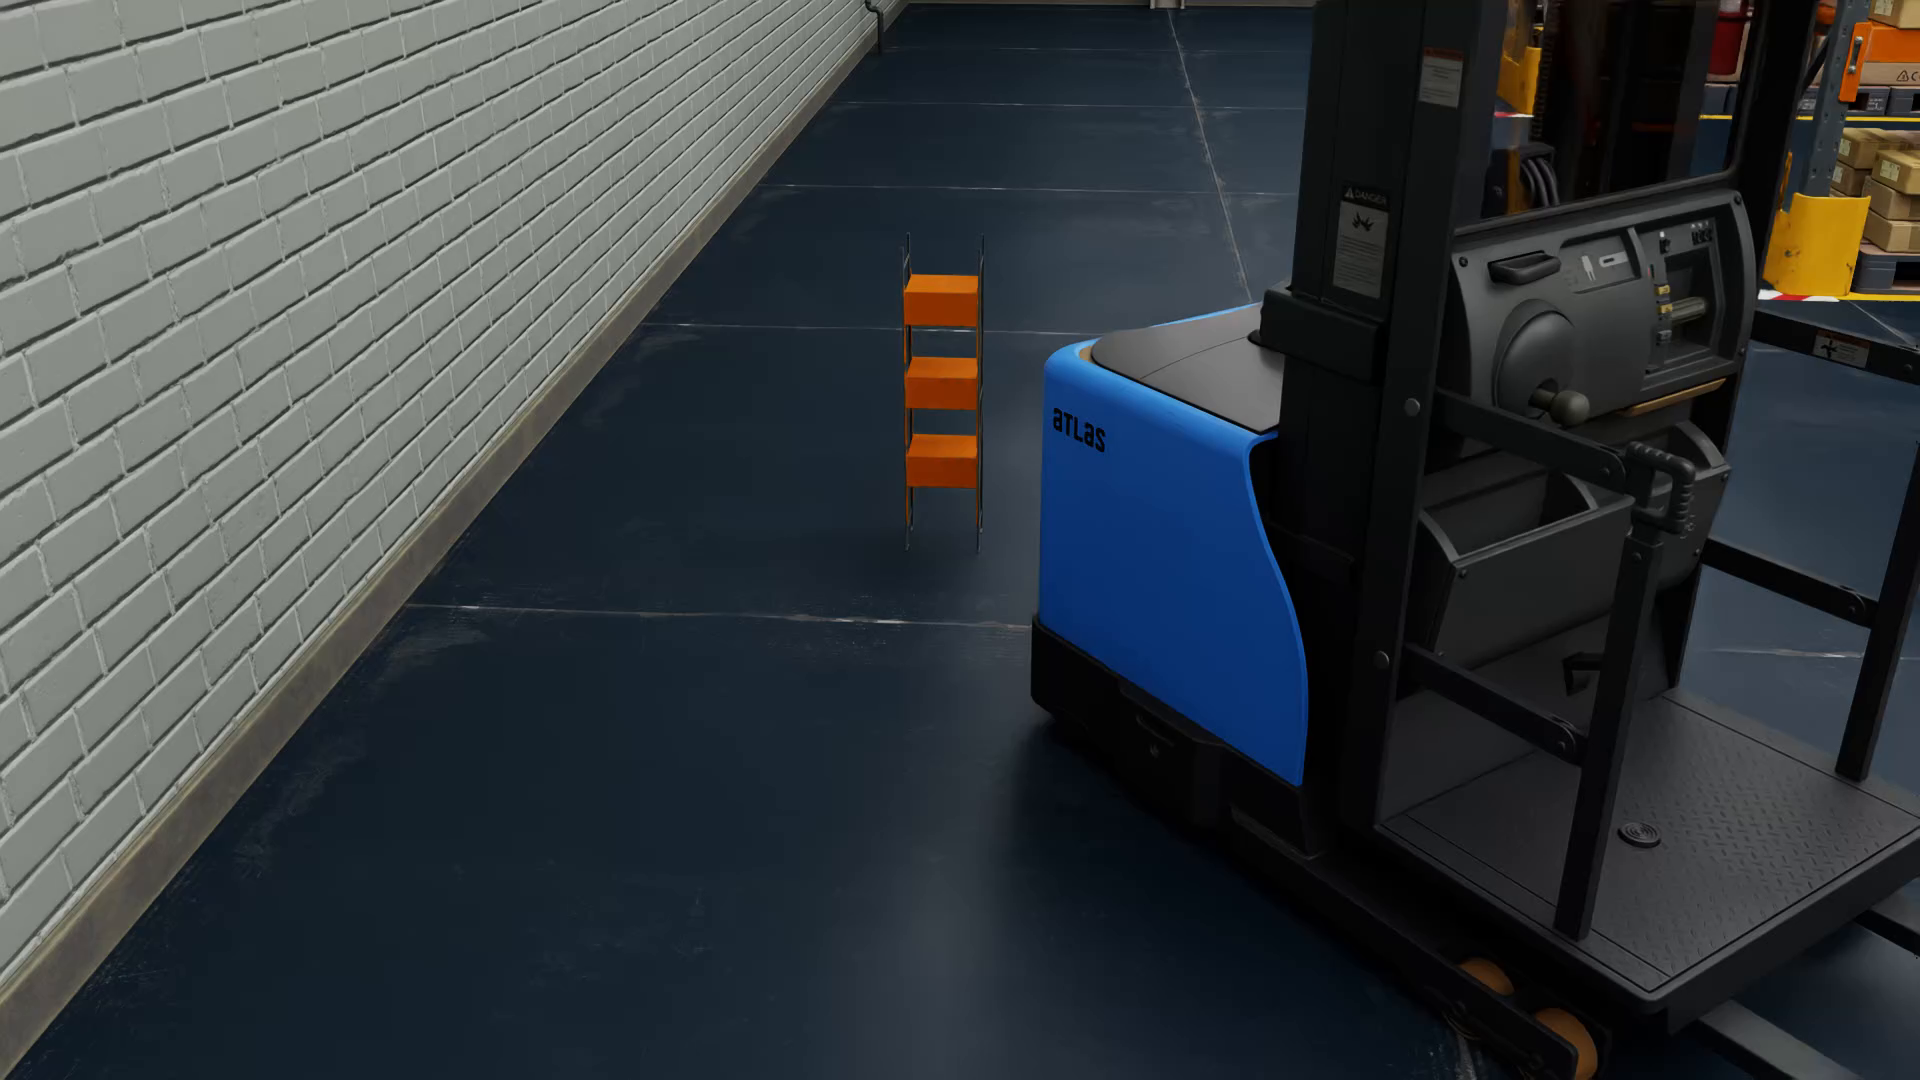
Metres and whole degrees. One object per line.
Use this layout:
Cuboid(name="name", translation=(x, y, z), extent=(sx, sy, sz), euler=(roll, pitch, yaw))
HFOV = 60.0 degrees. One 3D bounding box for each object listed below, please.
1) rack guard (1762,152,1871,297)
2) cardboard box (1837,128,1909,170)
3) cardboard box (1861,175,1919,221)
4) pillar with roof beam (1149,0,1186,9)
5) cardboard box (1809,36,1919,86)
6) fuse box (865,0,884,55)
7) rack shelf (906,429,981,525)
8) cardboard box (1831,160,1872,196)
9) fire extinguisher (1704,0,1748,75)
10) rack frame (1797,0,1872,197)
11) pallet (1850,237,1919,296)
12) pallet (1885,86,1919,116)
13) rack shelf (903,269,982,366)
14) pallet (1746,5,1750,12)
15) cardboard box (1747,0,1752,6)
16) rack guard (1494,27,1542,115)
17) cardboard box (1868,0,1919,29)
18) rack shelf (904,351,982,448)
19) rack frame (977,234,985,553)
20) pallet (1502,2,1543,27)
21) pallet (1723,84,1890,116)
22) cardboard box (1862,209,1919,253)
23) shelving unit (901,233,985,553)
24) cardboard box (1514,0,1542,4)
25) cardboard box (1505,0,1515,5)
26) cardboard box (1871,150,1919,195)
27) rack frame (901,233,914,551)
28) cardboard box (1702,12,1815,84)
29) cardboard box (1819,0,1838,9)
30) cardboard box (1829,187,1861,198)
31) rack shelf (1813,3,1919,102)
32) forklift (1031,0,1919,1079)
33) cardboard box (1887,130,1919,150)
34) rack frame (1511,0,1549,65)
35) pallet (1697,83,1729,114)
Cuboid(name="rack guard", translation=(4.400, -1.709, 8.866), extent=(0.348, 0.500, 1.175), euler=(2, 25, 4))
Cuboid(name="cardboard box", translation=(4.872, -2.102, 8.925), extent=(0.250, 0.149, 0.380), euler=(2, 25, 5))
Cuboid(name="cardboard box", translation=(4.827, -1.754, 8.526), extent=(0.250, 0.149, 0.380), euler=(3, 25, 6))
Cuboid(name="pillar with roof beam", translation=(2.030, -8.375, 13.186), extent=(0.400, 9.000, 9.100), euler=(2, 25, 4))
Cuboid(name="cardboard box", translation=(7.080, -3.905, 13.212), extent=(0.875, 0.438, 0.875), euler=(1, 25, 2))
Cuboid(name="fuse box", translation=(-0.715, -5.370, 15.372), extent=(0.414, 1.711, 0.539), euler=(2, 25, 4))
Cuboid(name="rack shelf", translation=(-0.053, -0.217, 5.655), extent=(0.240, 0.259, 0.215), euler=(2, 25, 4))
Cuboid(name="cardboard box", translation=(4.872, -1.980, 9.016), extent=(0.250, 0.149, 0.380), euler=(1, 25, 3))
Cuboid(name="fire extinguisher", translation=(4.109, -2.843, 8.878), extent=(0.183, 0.674, 0.296), euler=(2, 25, 4))
Cuboid(name="rack frame", translation=(4.324, -2.847, 8.349), extent=(0.127, 3.000, 1.000), euler=(2, 25, 4))
Cuboid(name="pallet", translation=(5.207, -1.537, 8.838), extent=(1.213, 0.211, 1.003), euler=(2, 25, 4))
Cuboid(name="pallet", translation=(7.839, -3.575, 13.268), extent=(1.213, 0.211, 1.003), euler=(2, 25, 4))
Cuboid(name="rack shelf", translation=(-0.053, -0.727, 5.420), extent=(0.240, 0.259, 0.215), euler=(2, 25, 4))
Cuboid(name="pallet", translation=(8.282, -5.610, 17.689), extent=(1.213, 0.211, 1.003), euler=(2, 25, 4))
Cuboid(name="cardboard box", translation=(8.389, -5.645, 17.338), extent=(0.250, 0.149, 0.380), euler=(1, 25, 2))
Cuboid(name="rack guard", translation=(4.579, -3.778, 13.364), extent=(0.348, 0.500, 1.175), euler=(2, 25, 4))
Cuboid(name="cardboard box", translation=(4.622, -2.586, 8.082), extent=(0.250, 0.149, 0.380), euler=(2, 25, 4))
Cuboid(name="rack shelf", translation=(-0.053, -0.469, 5.539), extent=(0.240, 0.259, 0.215), euler=(2, 25, 4))
Cuboid(name="rack frame", translation=(0.068, -0.475, 5.526), extent=(0.008, 1.050, 0.200), euler=(2, 25, 4))
Cuboid(name="pallet", translation=(5.850, -5.688, 17.859), extent=(1.213, 0.211, 1.003), euler=(2, 25, 4))
Cuboid(name="pallet", translation=(6.619, -3.613, 13.350), extent=(1.213, 0.211, 1.003), euler=(2, 25, 4))
Cuboid(name="cardboard box", translation=(4.822, -1.592, 8.530), extent=(0.250, 0.149, 0.380), euler=(2, 25, 5))
Cuboid(name="shelving unit", translation=(-0.053, -0.479, 5.534), extent=(0.252, 1.050, 0.215), euler=(2, 25, 4))
Cuboid(name="cardboard box", translation=(6.002, -5.789, 17.651), extent=(0.250, 0.149, 0.380), euler=(1, 25, 2))
Cuboid(name="cardboard box", translation=(5.581, -5.980, 17.641), extent=(0.637, 0.503, 0.797), euler=(1, 25, 2))
Cuboid(name="cardboard box", translation=(4.821, -1.854, 8.388), extent=(0.250, 0.149, 0.380), euler=(1, 25, 2))
Cuboid(name="rack frame", translation=(-0.175, -0.483, 5.543), extent=(0.008, 1.050, 0.200), euler=(2, 25, 4))
Cuboid(name="cardboard box", translation=(6.181, -3.935, 13.276), extent=(0.875, 0.438, 0.875), euler=(2, 25, 5))
Cuboid(name="cardboard box", translation=(4.671, -2.840, 8.635), extent=(0.250, 0.149, 0.380), euler=(2, 25, 4))
Cuboid(name="cardboard box", translation=(4.865, -1.813, 9.009), extent=(0.250, 0.149, 0.380), euler=(2, 25, 5))
Cuboid(name="rack shelf", translation=(6.319, -2.456, 8.360), extent=(4.000, 0.370, 1.077), euler=(2, 25, 4))
Cuboid(name="forklift", translation=(1.444, -0.450, 3.221), extent=(1.130, 2.935, 3.031), euler=(-16, 29, -31))
Cuboid(name="cardboard box", translation=(5.118, -2.070, 8.856), extent=(0.250, 0.149, 0.380), euler=(2, 25, 5))
Cuboid(name="rack frame", translation=(4.603, -4.913, 12.839), extent=(0.127, 3.000, 1.000), euler=(2, 25, 4))
Cuboid(name="pallet", translation=(5.406, -3.653, 13.437), extent=(1.213, 0.211, 1.003), euler=(2, 25, 4))
